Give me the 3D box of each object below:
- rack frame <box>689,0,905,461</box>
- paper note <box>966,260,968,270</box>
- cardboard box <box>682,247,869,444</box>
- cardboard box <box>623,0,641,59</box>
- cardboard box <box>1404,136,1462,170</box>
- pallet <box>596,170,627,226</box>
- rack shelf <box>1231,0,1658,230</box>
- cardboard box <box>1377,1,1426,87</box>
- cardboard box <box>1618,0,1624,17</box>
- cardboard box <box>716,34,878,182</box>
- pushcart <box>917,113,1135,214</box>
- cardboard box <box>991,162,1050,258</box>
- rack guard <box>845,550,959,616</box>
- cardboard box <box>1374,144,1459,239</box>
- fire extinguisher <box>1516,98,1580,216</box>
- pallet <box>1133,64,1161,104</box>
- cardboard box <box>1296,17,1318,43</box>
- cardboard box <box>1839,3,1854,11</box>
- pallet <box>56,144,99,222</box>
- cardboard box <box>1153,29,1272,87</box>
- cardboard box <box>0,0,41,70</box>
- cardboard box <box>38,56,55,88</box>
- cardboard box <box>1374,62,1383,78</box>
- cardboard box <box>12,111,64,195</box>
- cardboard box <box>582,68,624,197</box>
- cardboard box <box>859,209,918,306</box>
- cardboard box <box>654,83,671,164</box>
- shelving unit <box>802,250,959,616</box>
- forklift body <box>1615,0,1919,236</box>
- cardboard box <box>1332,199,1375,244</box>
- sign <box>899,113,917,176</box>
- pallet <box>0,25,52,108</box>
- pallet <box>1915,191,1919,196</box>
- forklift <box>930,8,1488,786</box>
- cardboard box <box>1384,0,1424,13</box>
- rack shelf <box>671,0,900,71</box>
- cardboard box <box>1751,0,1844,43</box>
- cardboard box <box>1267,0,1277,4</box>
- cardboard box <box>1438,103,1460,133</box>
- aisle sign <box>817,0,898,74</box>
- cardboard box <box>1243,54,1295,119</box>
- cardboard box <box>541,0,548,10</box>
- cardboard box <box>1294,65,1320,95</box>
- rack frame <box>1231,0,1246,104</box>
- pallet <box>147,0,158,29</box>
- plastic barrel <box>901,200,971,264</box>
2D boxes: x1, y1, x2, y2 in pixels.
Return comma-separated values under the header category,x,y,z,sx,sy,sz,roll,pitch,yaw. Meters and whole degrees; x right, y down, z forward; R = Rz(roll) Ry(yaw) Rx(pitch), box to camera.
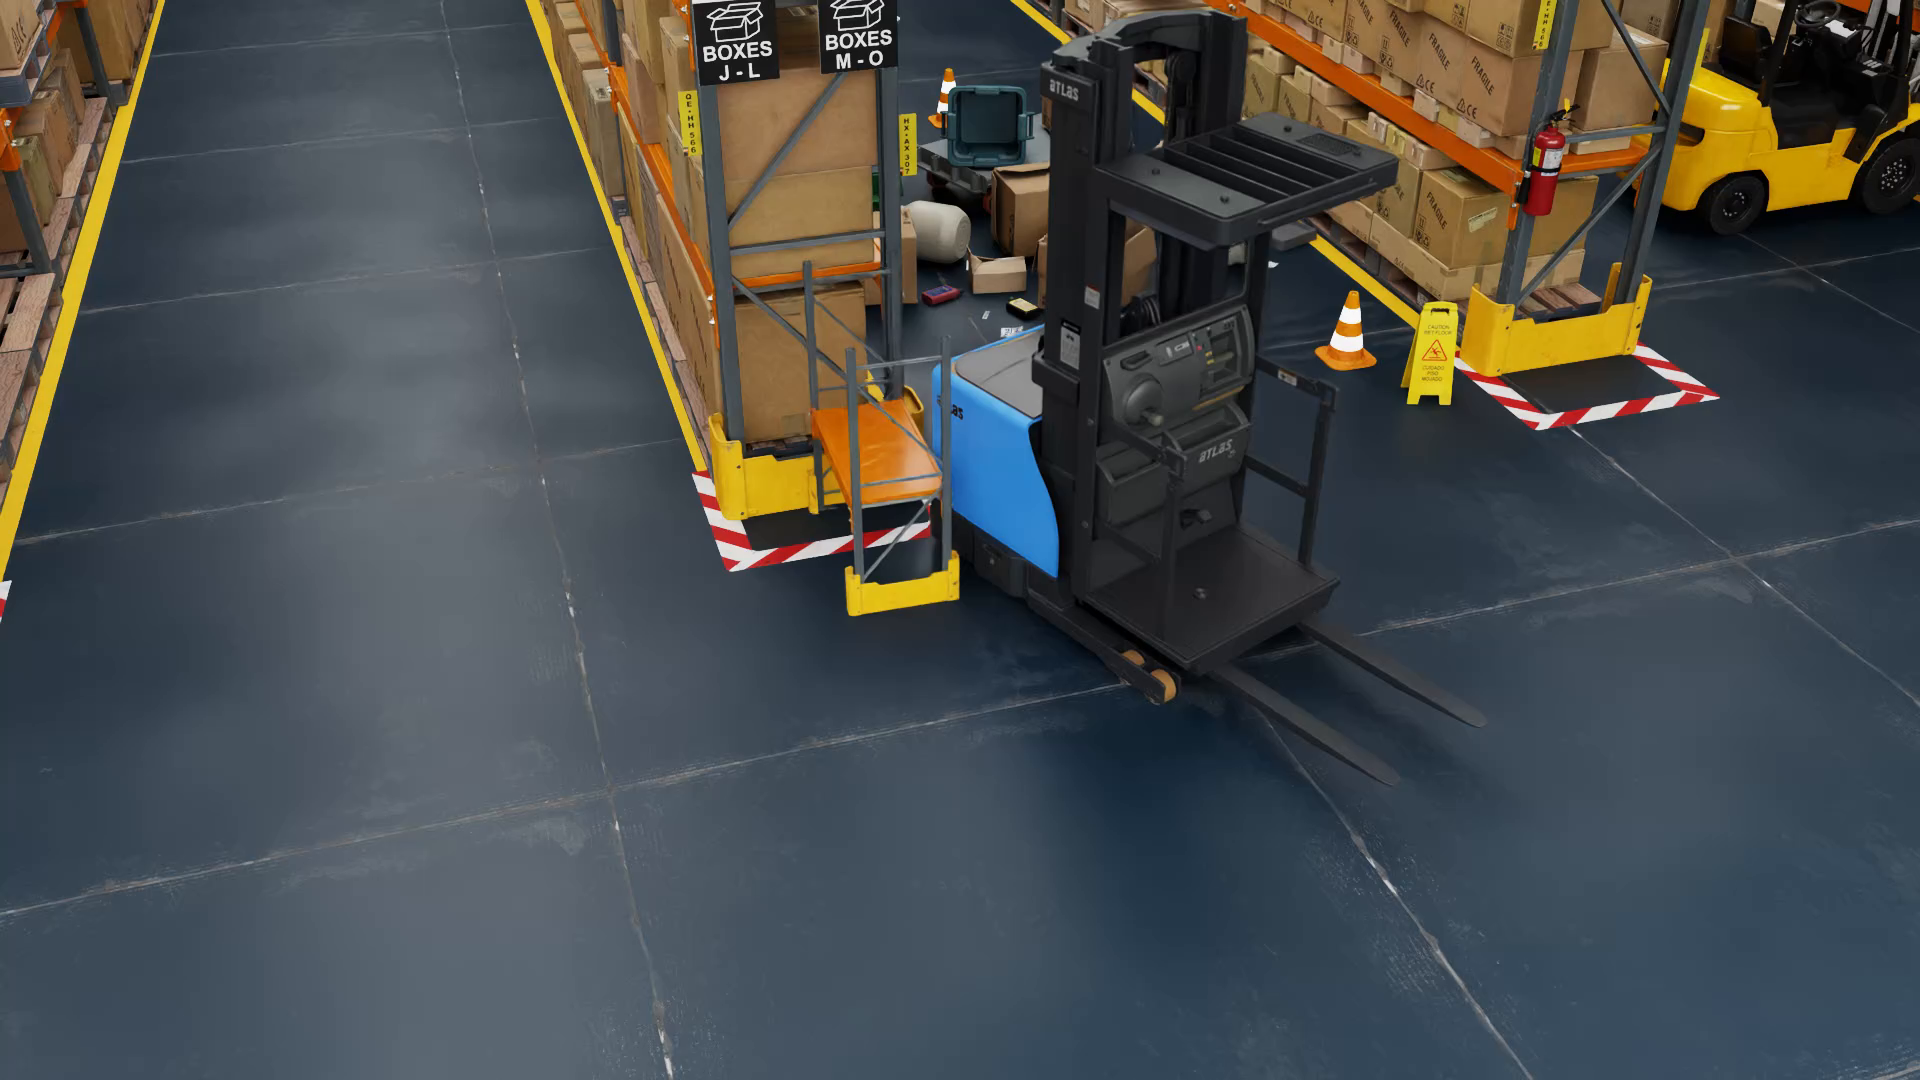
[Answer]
category,x,y,z,sx,sy,sz,roll,pitch,yaw
rack frame,-0.803,-1.551,8.696,1.000,3.000,0.127,-10,35,-15
paper note,0.134,-2.004,12.081,0.172,0.023,0.155,1,33,2
cardboard box,-1.073,-1.185,9.688,0.875,0.875,0.875,-10,35,-14
cardboard box,-1.631,-3.389,10.361,0.875,0.550,0.550,-10,35,-15
cardboard box,3.212,-2.606,11.137,0.380,0.149,0.250,-9,35,-13
pallet,-2.330,-2.880,13.236,1.003,0.211,1.213,-10,35,-15
rack shelf,3.270,-3.186,11.823,1.077,0.370,4.000,-10,35,-15
cardboard box,3.155,-3.368,11.085,0.500,0.500,0.500,-10,35,-15
cardboard box,6.756,-5.633,16.646,0.875,0.625,0.625,-11,35,-17
cardboard box,-0.879,-2.265,8.661,0.875,0.550,0.550,-10,35,-15
pushcart,0.504,-3.033,13.317,1.648,0.377,0.936,-23,40,-31
cardboard box,0.641,-2.438,12.179,0.797,0.637,0.503,-10,35,-15
rack guard,-0.293,0.219,8.511,0.587,0.250,0.087,-9,34,-13
cardboard box,3.225,-2.427,11.455,0.500,0.500,0.500,-9,34,-13
fire extinguisher,3.477,-2.266,9.849,0.296,0.674,0.183,-10,35,-15
pallet,2.046,-4.423,15.572,1.003,0.211,1.213,-10,35,-15
cardboard box,2.730,-3.818,12.355,0.380,0.149,0.250,-9,35,-13
cardboard box,7.721,-4.592,14.505,0.500,0.250,0.500,-9,35,-14
pallet,-7.392,-2.757,13.050,1.003,0.211,1.213,-10,35,-15
cardboard box,2.275,-4.267,14.809,0.950,0.372,0.625,-8,34,-12
cardboard box,-6.886,-3.736,11.078,1.000,1.000,1.000,-10,35,-14
cardboard box,-7.593,-3.800,13.288,0.500,0.250,0.500,-6,34,-9
cardboard box,3.115,-3.298,11.567,0.380,0.149,0.250,-10,35,-15
cardboard box,-7.243,-2.884,12.581,0.700,0.500,0.500,-13,36,-19
cardboard box,-2.298,-3.198,12.849,1.050,0.750,0.750,-10,35,-15
cardboard box,-0.572,-1.967,11.590,0.500,0.500,0.500,-4,34,-6
cardboard box,-1.400,-2.672,10.256,0.875,0.550,0.500,-10,35,-15
shelving unit,-0.428,-0.566,8.566,0.587,1.500,1.083,-9,34,-13
forklift body,6.291,-3.608,12.578,2.313,2.155,1.214,-10,35,-15
cardboard box,3.062,-2.391,12.080,0.500,0.250,0.500,-11,35,-16
sign,-0.272,-2.035,8.572,0.100,0.325,0.005,-10,35,-15
pallet,-6.872,-3.216,11.389,1.003,0.211,1.213,-10,35,-15
pallet,7.965,-3.144,13.635,1.003,0.211,1.213,-10,35,-15
forklift,1.154,-0.754,7.553,1.130,2.935,3.031,-24,40,-32
cardboard box,3.116,-3.768,10.784,0.700,0.500,0.500,-10,35,-15
rack shelf,-1.413,-3.552,9.656,1.077,0.370,4.000,-10,35,-15
cardboard box,7.235,-4.512,14.382,0.500,0.250,0.500,-11,35,-15
cardboard box,2.529,-4.424,12.684,0.500,0.500,0.500,-10,35,-15
cardboard box,3.322,-2.744,10.730,0.380,0.149,0.250,-11,35,-16
aisle sign,-0.495,-2.649,7.999,0.394,0.787,0.004,-10,35,-15
cardboard box,2.583,-3.522,13.112,0.500,0.500,0.500,-8,34,-12
cardboard box,-4.024,-5.733,16.911,0.500,0.500,0.500,-12,35,-17
cardboard box,2.723,-3.448,12.411,0.380,0.149,0.250,-9,34,-13
rack frame,2.660,-4.536,13.214,1.000,3.000,0.127,-10,35,-15
pallet,-8.910,-5.514,17.223,1.003,0.211,1.213,-10,35,-15
plastic barrel,-0.216,-2.238,12.073,0.512,0.421,0.421,13,36,18
